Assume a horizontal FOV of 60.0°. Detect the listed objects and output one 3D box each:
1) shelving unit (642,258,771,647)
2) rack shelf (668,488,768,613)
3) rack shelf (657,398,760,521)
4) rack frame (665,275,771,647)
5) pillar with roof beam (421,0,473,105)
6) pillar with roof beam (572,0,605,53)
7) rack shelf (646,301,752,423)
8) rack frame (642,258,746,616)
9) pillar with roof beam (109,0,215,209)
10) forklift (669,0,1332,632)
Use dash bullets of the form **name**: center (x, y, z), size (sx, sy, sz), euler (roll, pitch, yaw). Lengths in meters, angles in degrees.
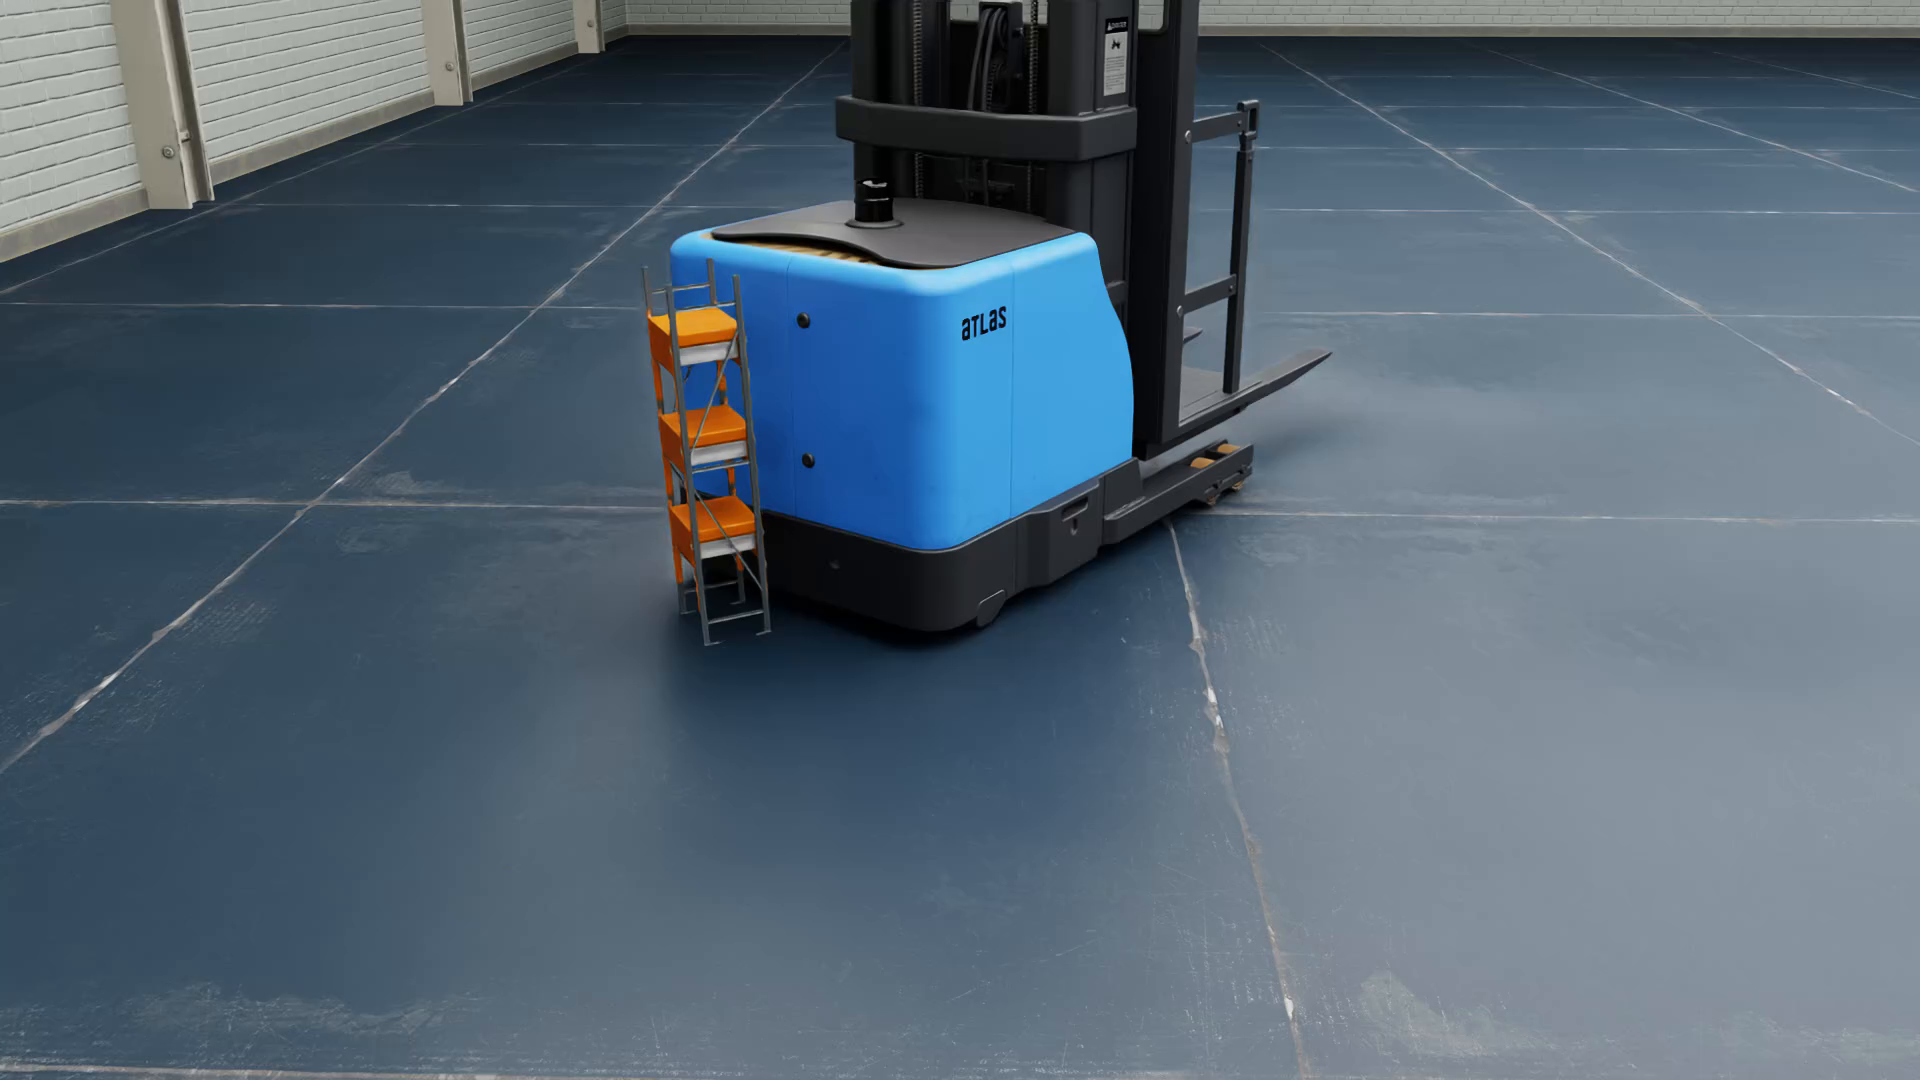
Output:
- **shelving unit**: center (-0.709, -0.240, 4.684), size (0.215, 1.050, 0.252), euler (-12, 24, -22)
- **rack shelf**: center (-0.698, 0.027, 4.793), size (0.215, 0.259, 0.240), euler (-12, 24, -22)
- **rack shelf**: center (-0.708, -0.230, 4.688), size (0.215, 0.259, 0.240), euler (-12, 24, -22)
- **rack frame**: center (-0.658, -0.200, 4.580), size (0.200, 1.050, 0.008), euler (-12, 24, -22)
- **pillar with roof beam**: center (-0.924, -8.649, 15.381), size (9.100, 9.000, 0.400), euler (1, 21, 2)
- **pillar with roof beam**: center (-0.742, -10.819, 20.972), size (9.100, 9.000, 0.400), euler (1, 21, 2)
- **rack shelf**: center (-0.719, -0.493, 4.581), size (0.215, 0.259, 0.240), euler (-12, 24, -22)
- **rack frame**: center (-0.759, -0.280, 4.788), size (0.200, 1.050, 0.008), euler (-12, 24, -22)
- **pillar with roof beam**: center (-1.107, -6.480, 9.790), size (9.100, 9.000, 0.400), euler (1, 21, 2)
- **forklift**: center (0.403, -1.581, 5.553), size (1.130, 2.935, 3.031), euler (15, 26, 33)
